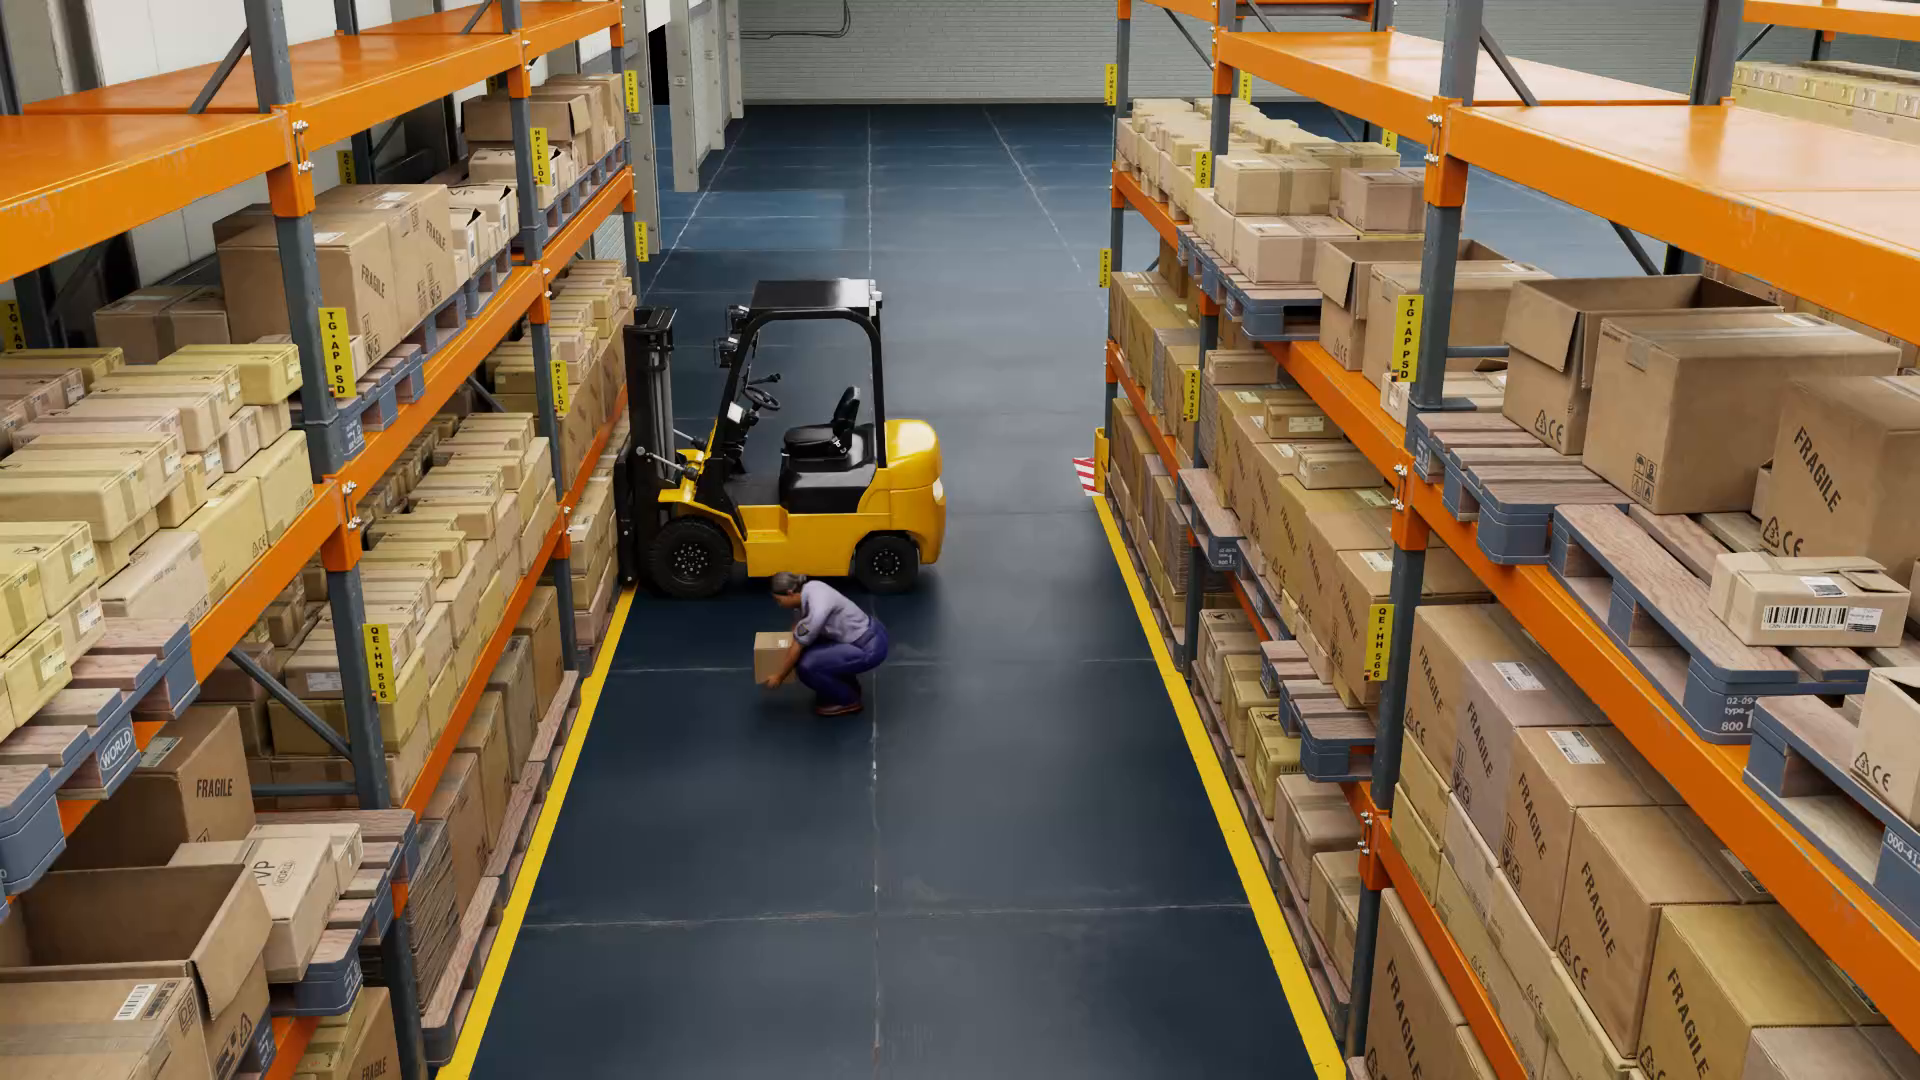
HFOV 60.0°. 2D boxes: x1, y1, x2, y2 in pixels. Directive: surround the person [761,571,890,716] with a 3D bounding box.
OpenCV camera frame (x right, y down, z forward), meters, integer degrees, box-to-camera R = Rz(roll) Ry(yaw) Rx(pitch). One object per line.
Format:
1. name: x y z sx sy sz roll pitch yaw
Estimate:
1. person: -0.851 0.614 10.479 0.809 0.951 0.497 -2 21 -4
